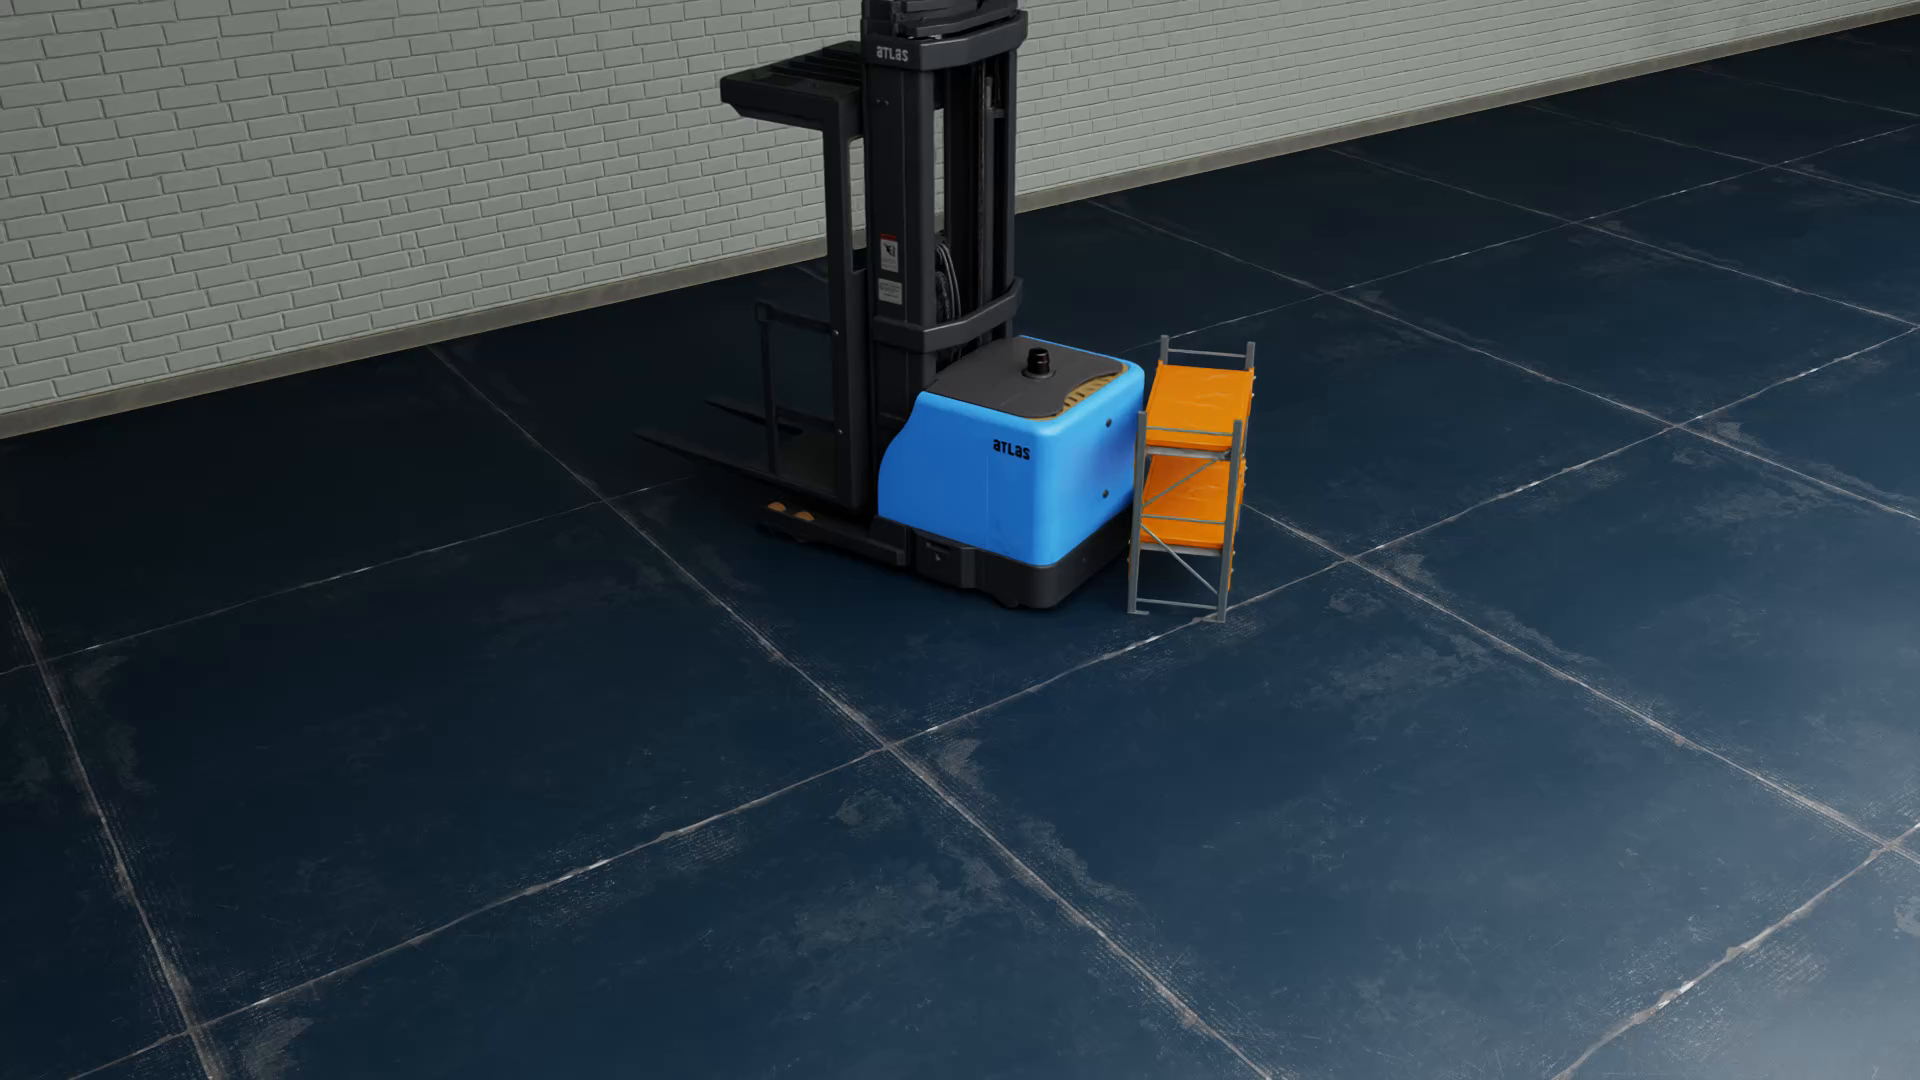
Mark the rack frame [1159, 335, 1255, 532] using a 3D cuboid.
[{"bbox_3d":[1.321,-0.574,9.128,0.500,1.125,0.032,6,29,11],"label":"rack frame"}]

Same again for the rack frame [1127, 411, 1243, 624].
[{"bbox_3d":[1.107,-0.099,8.254,0.500,1.125,0.032,6,29,11],"label":"rack frame"}]

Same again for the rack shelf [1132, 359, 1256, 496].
[{"bbox_3d":[1.214,-0.594,8.551,0.538,0.278,1.000,6,29,11],"label":"rack shelf"}]

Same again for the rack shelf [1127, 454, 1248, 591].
[{"bbox_3d":[1.214,-0.122,8.808,0.538,0.278,1.000,6,29,11],"label":"rack shelf"}]

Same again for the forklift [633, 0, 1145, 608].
[{"bbox_3d":[-0.525,-1.468,8.882,3.031,2.935,1.130,18,33,29],"label":"forklift"}]

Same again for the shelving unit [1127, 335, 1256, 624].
[{"bbox_3d":[1.214,-0.337,8.691,0.538,1.125,1.048,6,29,11],"label":"shelving unit"}]
